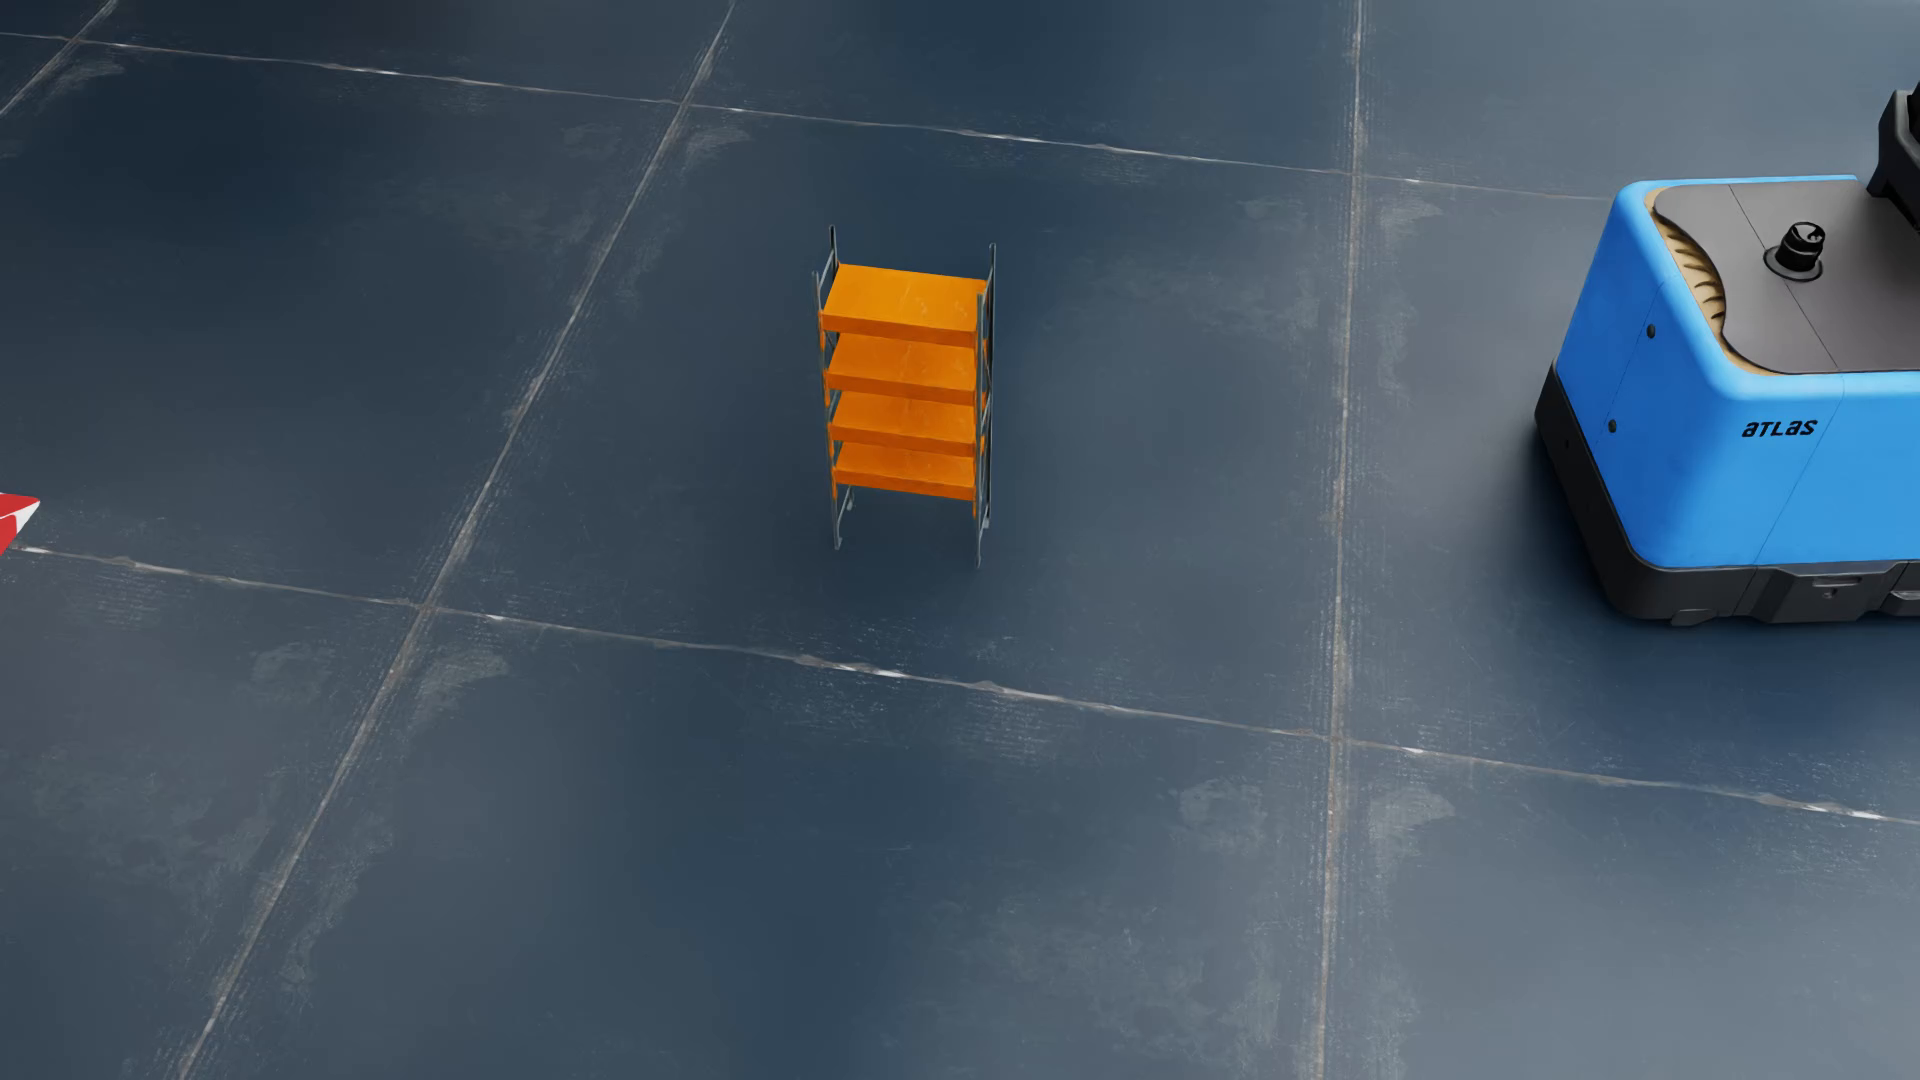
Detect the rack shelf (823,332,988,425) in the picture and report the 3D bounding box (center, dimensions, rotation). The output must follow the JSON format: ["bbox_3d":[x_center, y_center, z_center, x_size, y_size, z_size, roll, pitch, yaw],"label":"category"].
[{"bbox_3d":[-0.163,-0.527,5.207,0.480,0.148,0.258,8,49,7],"label":"rack shelf"}]

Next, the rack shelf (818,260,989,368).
[{"bbox_3d":[-0.163,-0.686,5.031,0.480,0.148,0.258,8,49,7],"label":"rack shelf"}]

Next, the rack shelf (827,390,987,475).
[{"bbox_3d":[-0.163,-0.378,5.373,0.480,0.148,0.258,8,49,7],"label":"rack shelf"}]

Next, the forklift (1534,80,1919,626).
[{"bbox_3d":[3.626,-1.115,4.781,3.031,2.935,1.130,-2,48,-2],"label":"forklift"}]

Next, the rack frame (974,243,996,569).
[{"bbox_3d":[0.077,-0.391,5.294,0.015,1.200,0.240,8,49,7],"label":"rack frame"}]

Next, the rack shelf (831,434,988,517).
[{"bbox_3d":[-0.163,-0.245,5.521,0.480,0.148,0.258,8,49,7],"label":"rack shelf"}]

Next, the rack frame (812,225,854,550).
[{"bbox_3d":[-0.403,-0.455,5.352,0.015,1.200,0.240,8,49,7],"label":"rack frame"}]

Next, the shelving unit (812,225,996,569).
[{"bbox_3d":[-0.163,-0.423,5.323,0.503,1.200,0.258,8,49,7],"label":"shelving unit"}]
